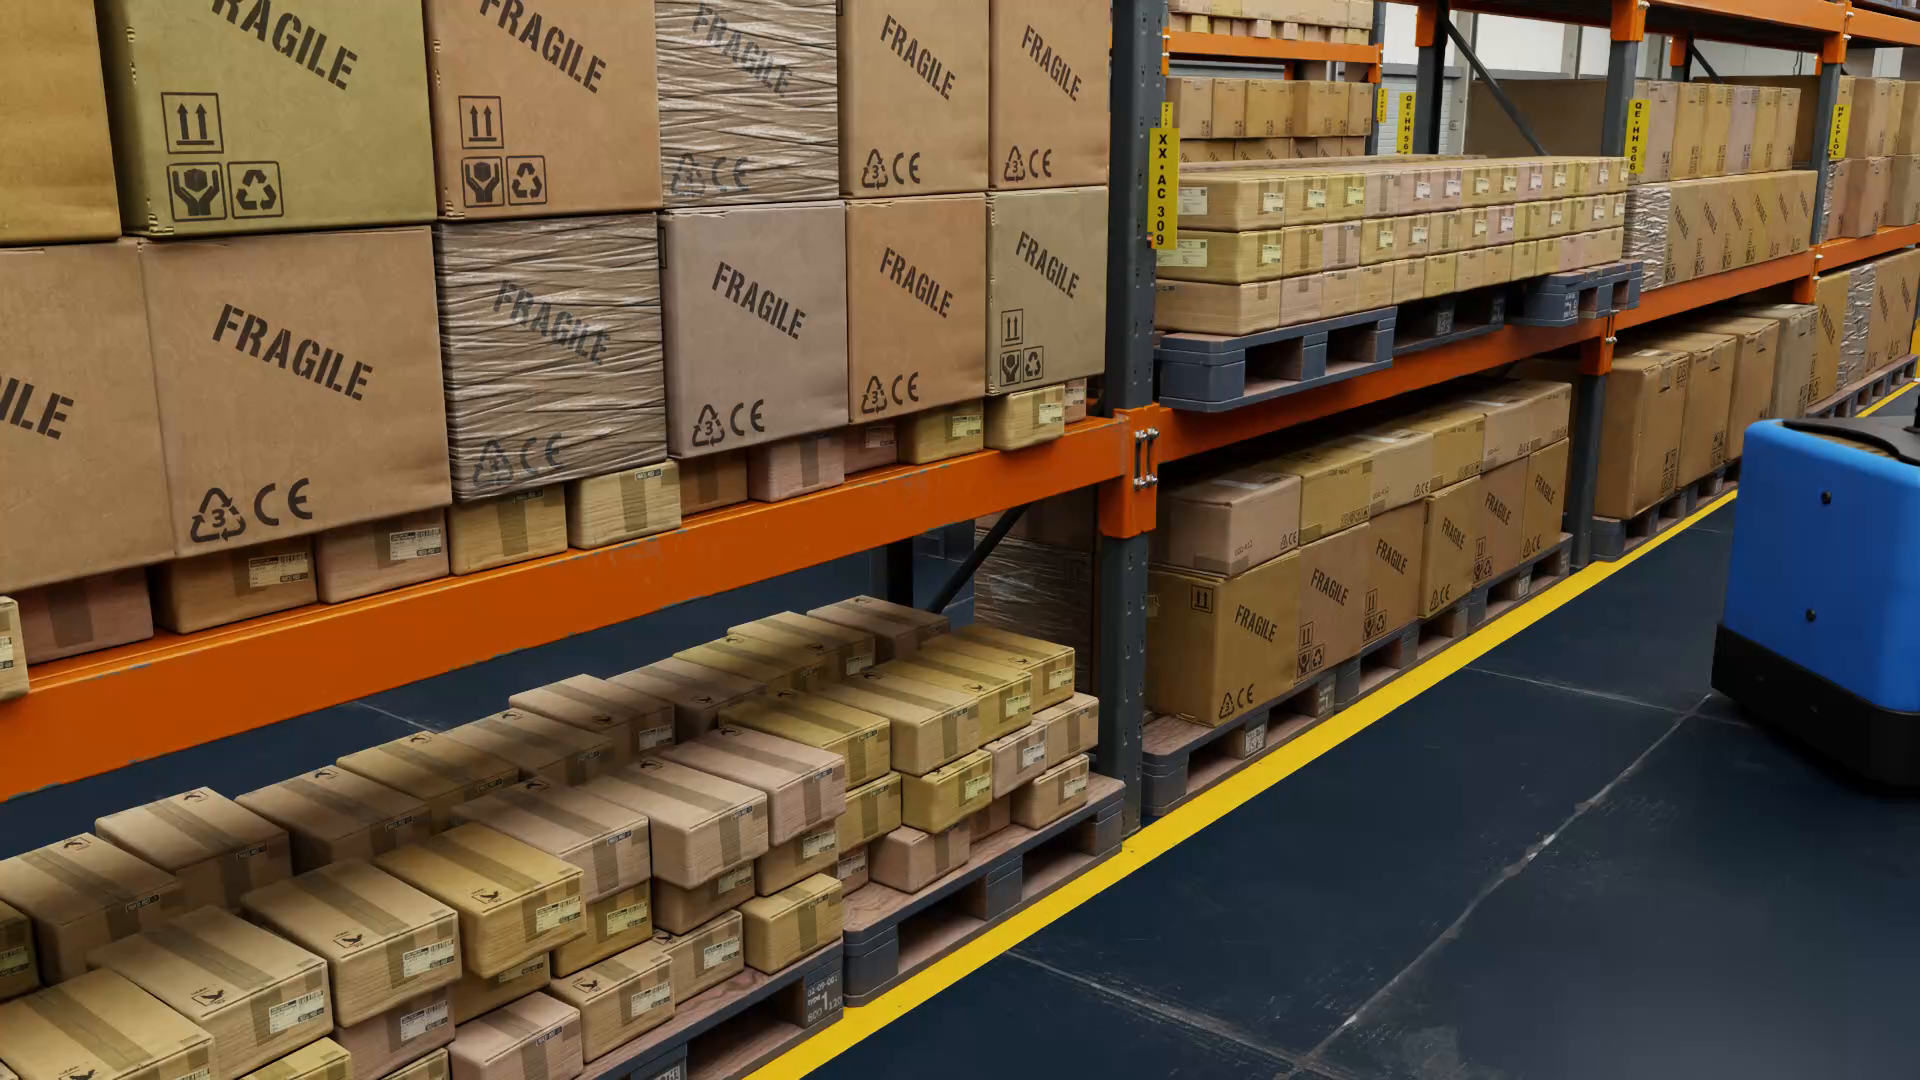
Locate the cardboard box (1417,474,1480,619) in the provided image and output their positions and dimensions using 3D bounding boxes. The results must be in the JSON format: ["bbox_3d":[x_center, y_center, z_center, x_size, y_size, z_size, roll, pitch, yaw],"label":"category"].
[{"bbox_3d":[1.782,-0.015,6.812,0.500,0.500,0.500,10,18,35],"label":"cardboard box"}]

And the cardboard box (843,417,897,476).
[{"bbox_3d":[-0.377,-0.266,4.088,0.380,0.149,0.250,11,18,36],"label":"cardboard box"}]

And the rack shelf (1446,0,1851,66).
[{"bbox_3d":[3.899,-2.880,9.236,1.077,0.370,4.000,11,18,38],"label":"rack shelf"}]

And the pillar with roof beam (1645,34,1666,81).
[{"bbox_3d":[20.958,-12.431,39.279,9.100,9.000,0.400,11,18,38],"label":"pillar with roof beam"}]

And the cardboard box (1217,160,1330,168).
[{"bbox_3d":[1.216,-1.404,6.507,0.380,0.149,0.250,11,18,37],"label":"cardboard box"}]

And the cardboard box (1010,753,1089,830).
[{"bbox_3d":[0.146,0.680,4.790,0.380,0.149,0.250,12,18,38],"label":"cardboard box"}]

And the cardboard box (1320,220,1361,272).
[{"bbox_3d":[1.056,-0.955,5.344,0.380,0.149,0.250,12,18,39],"label":"cardboard box"}]

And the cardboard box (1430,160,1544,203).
[{"bbox_3d":[2.045,-1.402,6.499,0.380,0.149,0.250,11,18,38],"label":"cardboard box"}]

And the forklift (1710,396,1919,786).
[{"bbox_3d":[4.350,-0.744,5.599,3.031,2.935,1.130,-2,14,-7],"label":"forklift"}]

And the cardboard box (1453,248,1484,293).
[{"bbox_3d":[1.710,-1.010,6.165,0.380,0.149,0.250,10,17,35],"label":"cardboard box"}]

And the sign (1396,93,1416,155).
[{"bbox_3d":[2.208,-2.038,8.202,0.100,0.325,0.005,11,18,38],"label":"sign"}]

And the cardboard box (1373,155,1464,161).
[{"bbox_3d":[2.034,-1.651,7.480,0.380,0.149,0.250,11,18,36],"label":"cardboard box"}]

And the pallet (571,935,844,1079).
[{"bbox_3d":[-1.033,1.095,3.885,1.003,0.211,1.213,11,18,38],"label":"pallet"}]

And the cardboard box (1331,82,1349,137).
[{"bbox_3d":[3.281,-4.120,15.912,0.700,0.500,0.500,11,18,38],"label":"cardboard box"}]

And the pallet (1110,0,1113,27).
[{"bbox_3d":[0.771,-4.165,13.217,1.213,0.211,1.003,11,18,38],"label":"pallet"}]

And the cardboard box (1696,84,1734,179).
[{"bbox_3d":[3.890,-2.303,9.362,0.700,0.500,0.500,11,18,37],"label":"cardboard box"}]

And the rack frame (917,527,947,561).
[{"bbox_3d":[-0.226,-0.658,8.167,0.400,1.500,0.023,11,18,38],"label":"rack frame"}]

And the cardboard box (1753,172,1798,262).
[{"bbox_3d":[4.718,-1.968,10.075,0.500,0.500,0.500,11,18,37],"label":"cardboard box"}]

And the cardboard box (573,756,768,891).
[{"bbox_3d":[-0.656,0.634,3.765,0.380,0.149,0.250,10,18,36],"label":"cardboard box"}]

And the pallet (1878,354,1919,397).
[{"bbox_3d":[7.228,-1.407,13.733,1.003,0.211,1.213,11,18,38],"label":"pallet"}]

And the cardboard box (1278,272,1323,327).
[{"bbox_3d":[0.903,-0.766,5.202,0.380,0.149,0.250,12,18,38],"label":"cardboard box"}]

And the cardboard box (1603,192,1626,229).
[{"bbox_3d":[2.685,-1.453,7.302,0.380,0.149,0.250,12,18,39],"label":"cardboard box"}]

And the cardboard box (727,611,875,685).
[{"bbox_3d":[-0.469,0.342,4.915,0.380,0.149,0.250,12,19,40],"label":"cardboard box"}]

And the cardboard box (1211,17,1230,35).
[{"bbox_3d":[2.095,-4.406,14.293,0.380,0.149,0.250,12,19,39],"label":"cardboard box"}]

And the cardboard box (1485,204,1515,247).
[{"bbox_3d":[1.876,-1.205,6.328,0.380,0.149,0.250,12,18,39],"label":"cardboard box"}]

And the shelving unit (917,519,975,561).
[{"bbox_3d":[0.004,-0.728,8.443,0.431,1.500,0.755,11,18,38],"label":"shelving unit"}]

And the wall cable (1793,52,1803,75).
[{"bbox_3d":[20.490,-11.951,43.699,3.097,2.526,0.112,11,18,38],"label":"wall cable"}]

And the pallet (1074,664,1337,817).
[{"bbox_3d":[0.616,0.577,5.925,1.003,0.211,1.213,11,18,38],"label":"pallet"}]

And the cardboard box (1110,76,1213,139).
[{"bbox_3d":[1.687,-3.632,13.991,0.700,0.500,0.500,11,18,37],"label":"cardboard box"}]

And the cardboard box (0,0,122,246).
[{"bbox_3d":[-1.586,-0.679,2.367,0.500,0.500,0.500,12,19,39],"label":"cardboard box"}]

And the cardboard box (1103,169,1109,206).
[{"bbox_3d":[0.396,-1.154,5.524,0.380,0.149,0.250,11,18,36],"label":"cardboard box"}]

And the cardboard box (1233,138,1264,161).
[{"bbox_3d":[2.358,-3.332,14.840,0.500,0.500,0.500,11,18,37],"label":"cardboard box"}]

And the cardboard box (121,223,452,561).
[{"bbox_3d":[-1.255,-0.294,2.880,0.500,0.500,0.500,12,18,38],"label":"cardboard box"}]

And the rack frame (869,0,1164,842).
[{"bbox_3d":[0.128,-0.626,4.994,1.000,3.000,0.127,11,18,38],"label":"rack frame"}]

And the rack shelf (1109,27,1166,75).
[{"bbox_3d":[-0.015,-3.627,12.175,1.077,0.370,4.000,11,18,38],"label":"rack shelf"}]

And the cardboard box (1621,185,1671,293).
[{"bbox_3d":[3.134,-1.484,8.171,0.500,0.500,0.500,12,18,38],"label":"cardboard box"}]

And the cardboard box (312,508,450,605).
[{"bbox_3d":[-1.166,-0.009,3.078,0.380,0.149,0.250,11,18,36],"label":"cardboard box"}]

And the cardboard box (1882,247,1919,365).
[{"bbox_3d":[7.295,-1.957,13.698,0.875,0.875,0.875,11,18,38],"label":"cardboard box"}]

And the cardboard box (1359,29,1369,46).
[{"bbox_3d":[3.749,-4.891,16.201,0.380,0.149,0.250,11,18,38],"label":"cardboard box"}]

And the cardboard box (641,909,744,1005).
[{"bbox_3d":[-0.721,0.918,3.854,0.380,0.149,0.250,12,18,39],"label":"cardboard box"}]

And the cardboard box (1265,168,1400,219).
[{"bbox_3d":[1.225,-1.150,5.509,0.380,0.149,0.250,11,18,37],"label":"cardboard box"}]

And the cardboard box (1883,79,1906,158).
[{"bbox_3d":[6.443,-3.127,12.343,0.875,0.550,0.500,11,18,38],"label":"cardboard box"}]

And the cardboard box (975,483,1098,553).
[{"bbox_3d":[0.399,-0.163,5.873,0.500,0.250,0.500,11,18,36],"label":"cardboard box"}]

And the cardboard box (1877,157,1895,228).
[{"bbox_3d":[6.693,-2.722,12.940,0.875,0.550,0.550,11,18,38],"label":"cardboard box"}]

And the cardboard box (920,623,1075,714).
[{"bbox_3d":[0.106,0.373,4.793,0.380,0.149,0.250,12,18,39],"label":"cardboard box"}]

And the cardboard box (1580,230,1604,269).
[{"bbox_3d":[2.532,-1.261,7.150,0.380,0.149,0.250,11,18,37],"label":"cardboard box"}]

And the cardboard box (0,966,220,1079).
[{"bbox_3d":[-1.455,0.883,2.785,0.380,0.149,0.250,11,18,37],"label":"cardboard box"}]

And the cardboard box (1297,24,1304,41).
[{"bbox_3d":[2.923,-4.650,15.253,0.380,0.149,0.250,11,18,36],"label":"cardboard box"}]

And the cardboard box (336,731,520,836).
[{"bbox_3d":[-1.252,0.593,3.924,0.380,0.149,0.250,11,18,38],"label":"cardboard box"}]

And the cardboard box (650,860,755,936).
[{"bbox_3d":[-0.701,0.759,3.878,0.380,0.149,0.250,10,17,35],"label":"cardboard box"}]

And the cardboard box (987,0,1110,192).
[{"bbox_3d":[0.043,-1.171,4.302,0.500,0.500,0.500,10,18,36],"label":"cardboard box"}]

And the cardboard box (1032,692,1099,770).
[{"bbox_3d":[0.177,0.518,4.825,0.380,0.149,0.250,12,18,39],"label":"cardboard box"}]

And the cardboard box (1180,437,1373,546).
[{"bbox_3d":[1.130,-0.184,5.956,0.500,0.250,0.500,12,18,39],"label":"cardboard box"}]

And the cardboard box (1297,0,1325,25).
[{"bbox_3d":[3.005,-4.860,15.269,0.500,0.250,0.500,12,18,39],"label":"cardboard box"}]
